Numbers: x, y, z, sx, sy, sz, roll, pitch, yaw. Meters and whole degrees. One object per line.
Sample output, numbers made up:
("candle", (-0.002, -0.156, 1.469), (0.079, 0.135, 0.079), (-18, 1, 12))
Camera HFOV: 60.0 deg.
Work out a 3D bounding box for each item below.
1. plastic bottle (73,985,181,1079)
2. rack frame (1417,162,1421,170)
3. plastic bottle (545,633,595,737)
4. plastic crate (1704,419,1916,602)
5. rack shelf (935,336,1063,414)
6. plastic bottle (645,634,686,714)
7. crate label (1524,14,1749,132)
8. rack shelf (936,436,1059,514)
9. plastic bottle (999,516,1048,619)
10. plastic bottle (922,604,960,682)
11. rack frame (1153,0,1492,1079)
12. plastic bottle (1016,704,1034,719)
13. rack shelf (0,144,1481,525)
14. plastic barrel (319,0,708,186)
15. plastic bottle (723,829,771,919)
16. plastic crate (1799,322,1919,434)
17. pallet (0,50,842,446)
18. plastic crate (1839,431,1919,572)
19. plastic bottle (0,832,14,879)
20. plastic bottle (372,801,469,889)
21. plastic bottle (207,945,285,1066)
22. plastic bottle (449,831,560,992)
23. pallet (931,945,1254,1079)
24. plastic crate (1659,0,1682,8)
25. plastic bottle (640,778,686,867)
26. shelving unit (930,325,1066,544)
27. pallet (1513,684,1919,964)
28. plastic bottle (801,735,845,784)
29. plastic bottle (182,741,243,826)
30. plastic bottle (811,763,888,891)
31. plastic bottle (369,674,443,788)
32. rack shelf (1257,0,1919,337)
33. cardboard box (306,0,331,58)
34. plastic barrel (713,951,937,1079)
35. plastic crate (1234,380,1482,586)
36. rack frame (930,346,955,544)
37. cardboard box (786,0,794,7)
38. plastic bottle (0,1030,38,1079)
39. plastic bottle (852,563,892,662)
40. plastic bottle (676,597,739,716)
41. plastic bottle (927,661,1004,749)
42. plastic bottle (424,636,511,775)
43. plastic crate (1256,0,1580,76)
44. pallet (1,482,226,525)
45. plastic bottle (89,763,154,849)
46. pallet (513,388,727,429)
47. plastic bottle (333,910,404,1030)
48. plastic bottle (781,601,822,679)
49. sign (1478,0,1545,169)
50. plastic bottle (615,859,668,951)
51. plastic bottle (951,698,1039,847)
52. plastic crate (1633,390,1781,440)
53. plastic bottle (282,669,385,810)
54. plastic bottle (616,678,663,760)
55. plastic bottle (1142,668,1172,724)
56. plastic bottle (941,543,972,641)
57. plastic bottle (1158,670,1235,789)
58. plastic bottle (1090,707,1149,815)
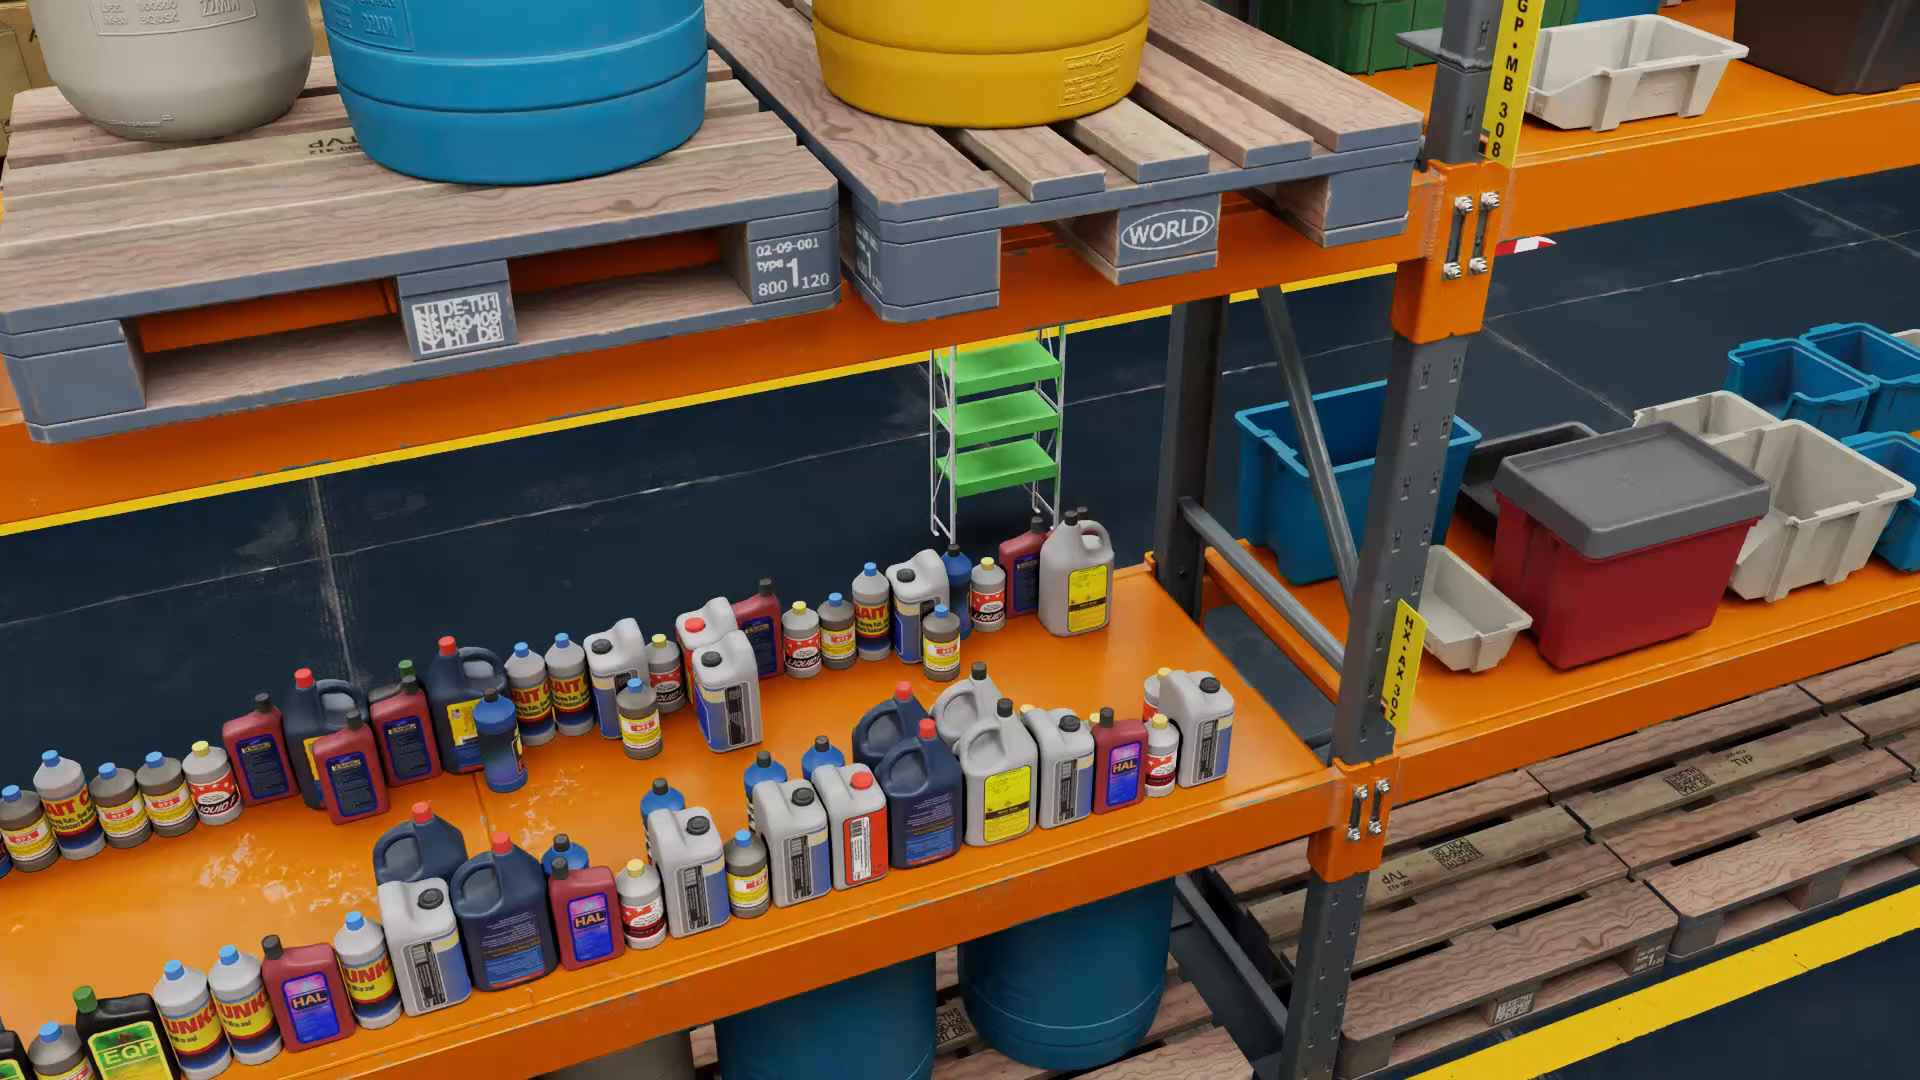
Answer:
("plastic bottle", (-1.585, 0.945, 3.155), (0.133, 0.283, 0.061), (-13, 35, -19))
("rack frame", (2.573, -3.204, 9.424), (0.127, 3.000, 1.000), (-13, 35, -19))
("plastic bottle", (-0.961, 0.347, 4.084), (0.097, 0.271, 0.097), (0, 33, 0))
("plastic crate", (2.278, -0.073, 4.666), (0.530, 0.282, 0.437), (-13, 35, -19))
("rack shelf", (0.153, -0.685, 6.880), (0.480, 0.148, 0.258), (-13, 35, -19))
("plastic bottle", (-0.747, 0.328, 4.178), (0.097, 0.201, 0.097), (0, 33, 0))
("crate label", (1.362, -0.973, 3.486), (0.466, 0.136, 0.293), (-13, 35, -19))
("rack shelf", (0.153, -0.283, 7.142), (0.480, 0.148, 0.258), (-13, 35, -19))
("plastic bottle", (0.172, 0.072, 4.496), (0.133, 0.283, 0.061), (-13, 35, -19))
("plastic bottle", (-0.047, 0.257, 4.286), (0.097, 0.201, 0.097), (0, 33, 0))
("rack frame", (0.799, 0.132, 4.297), (0.127, 3.000, 1.000), (-13, 35, -19))
("plastic bottle", (0.158, 0.479, 3.945), (0.097, 0.201, 0.097), (0, 33, 0))
("rack shelf", (-1.045, -0.402, 3.026), (4.000, 0.370, 1.077), (-13, 35, -19))
("plastic barrel", (-0.716, -1.074, 2.556), (0.708, 0.901, 0.600), (-13, 35, -19))
("plastic bottle", (-0.462, 0.711, 3.589), (0.097, 0.201, 0.097), (0, 33, 0))
("plastic crate", (2.918, -0.503, 5.371), (0.300, 0.233, 0.416), (-13, 35, -19))
("pallet", (-0.931, -0.591, 2.830), (1.213, 0.211, 1.003), (-13, 35, -19))
("plastic crate", (2.693, -0.105, 4.760), (0.300, 0.233, 0.416), (-13, 35, -19))
("plastic bottle", (-2.176, 0.625, 3.656), (0.097, 0.271, 0.097), (0, 33, 0))
("plastic bottle", (-1.121, 0.696, 3.476), (0.185, 0.351, 0.144), (-13, 35, -19))
("plastic bottle", (-1.396, 0.896, 3.241), (0.097, 0.271, 0.097), (0, 33, 0))
("plastic bottle", (-0.938, 0.744, 3.402), (0.185, 0.351, 0.144), (-13, 35, -19))
("pallet", (0.071, 1.443, 4.839), (1.213, 0.211, 1.003), (-13, 35, -19))
("plastic crate", (1.824, -1.475, 4.258), (0.466, 0.136, 0.293), (-13, 35, -19))
("plastic bottle", (-0.645, 0.634, 3.643), (0.097, 0.271, 0.097), (0, 33, 0))
("shelving unit", (0.153, -0.538, 6.976), (0.503, 1.200, 0.258), (-13, 35, -19))
("pallet", (2.588, 0.866, 5.725), (1.213, 0.211, 1.003), (-13, 35, -19))
("plastic bottle", (-0.307, 0.556, 3.762), (0.097, 0.271, 0.097), (0, 33, 0))
("plastic bottle", (-1.727, 0.552, 3.833), (0.097, 0.201, 0.097), (0, 33, 0))
("plastic bottle", (-0.241, 0.613, 3.671), (0.135, 0.276, 0.152), (-13, 35, -19))
("plastic bottle", (-1.311, 0.448, 3.919), (0.133, 0.283, 0.061), (-13, 35, -19))
("rack shelf", (2.643, -1.246, 4.324), (4.000, 0.370, 1.077), (-13, 35, -19))
("cardboard box", (-2.720, -2.174, 7.363), (0.500, 0.500, 0.700), (-23, 39, -31))
("plastic barrel", (-0.362, 1.091, 4.361), (0.708, 0.901, 0.600), (-13, 35, -19))
("plastic crate", (1.097, -0.157, 4.700), (0.575, 0.384, 0.392), (-13, 35, -19))
("rack frame", (-0.072, -0.486, 6.897), (0.015, 1.200, 0.240), (-13, 35, -19))
("cardboard box", (-0.572, -2.779, 7.762), (0.500, 0.500, 0.500), (-12, 35, -18))
("plastic bottle", (-1.797, 0.994, 3.080), (0.133, 0.283, 0.061), (-13, 35, -19))
("plastic bottle", (-0.230, 0.180, 4.341), (0.097, 0.271, 0.097), (0, 33, 0))
("plastic bottle", (-0.629, 0.286, 4.174), (0.135, 0.276, 0.152), (-13, 35, -19))
("plastic bottle", (0.022, 0.439, 3.871), (0.185, 0.351, 0.144), (-13, 35, -19))
("plastic bottle", (-1.171, 0.376, 3.967), (0.185, 0.351, 0.144), (-13, 35, -19))
("plastic crate", (1.072, -1.278, 3.908), (0.662, 0.188, 0.450), (-13, 35, -19))
("pallet", (-4.100, -0.485, 7.802), (1.213, 0.211, 1.003), (-13, 35, -19))
("plastic bottle", (-1.907, 0.593, 3.770), (0.097, 0.201, 0.097), (0, 33, 0))
("pallet", (-1.851, -1.000, 8.594), (1.213, 0.211, 1.003), (-13, 35, -19))
("plastic bottle", (-1.183, 0.847, 3.316), (0.097, 0.271, 0.097), (0, 33, 0))
("plastic bottle", (-0.410, 0.250, 4.297), (0.097, 0.201, 0.097), (0, 33, 0))
("sign", (1.010, -0.852, 3.051), (0.005, 0.325, 0.100), (-13, 35, -19))
("plastic bottle", (-0.676, 0.760, 3.513), (0.097, 0.201, 0.097), (0, 33, 0))
("plastic bottle", (0.078, 0.511, 3.759), (0.185, 0.351, 0.144), (-13, 35, -19))
("plastic crate", (2.288, -0.301, 5.150), (0.466, 0.136, 0.293), (-13, 35, -19))
("plastic bottle", (-1.465, 0.443, 3.864), (0.185, 0.351, 0.144), (-13, 35, -19))
("plastic bottle", (-0.778, 0.425, 4.029), (0.097, 0.201, 0.097), (0, 33, 0))
("plastic bottle", (0.495, 0.402, 4.064), (0.097, 0.201, 0.097), (0, 33, 0))
("plastic bottle", (-0.017, 0.131, 4.416), (0.097, 0.271, 0.097), (0, 33, 0))
("plastic bottle", (0.560, 0.430, 3.953), (0.135, 0.276, 0.152), (-13, 35, -19))
("plastic bottle", (0.365, 0.498, 3.841), (0.133, 0.283, 0.061), (-13, 35, -19))
